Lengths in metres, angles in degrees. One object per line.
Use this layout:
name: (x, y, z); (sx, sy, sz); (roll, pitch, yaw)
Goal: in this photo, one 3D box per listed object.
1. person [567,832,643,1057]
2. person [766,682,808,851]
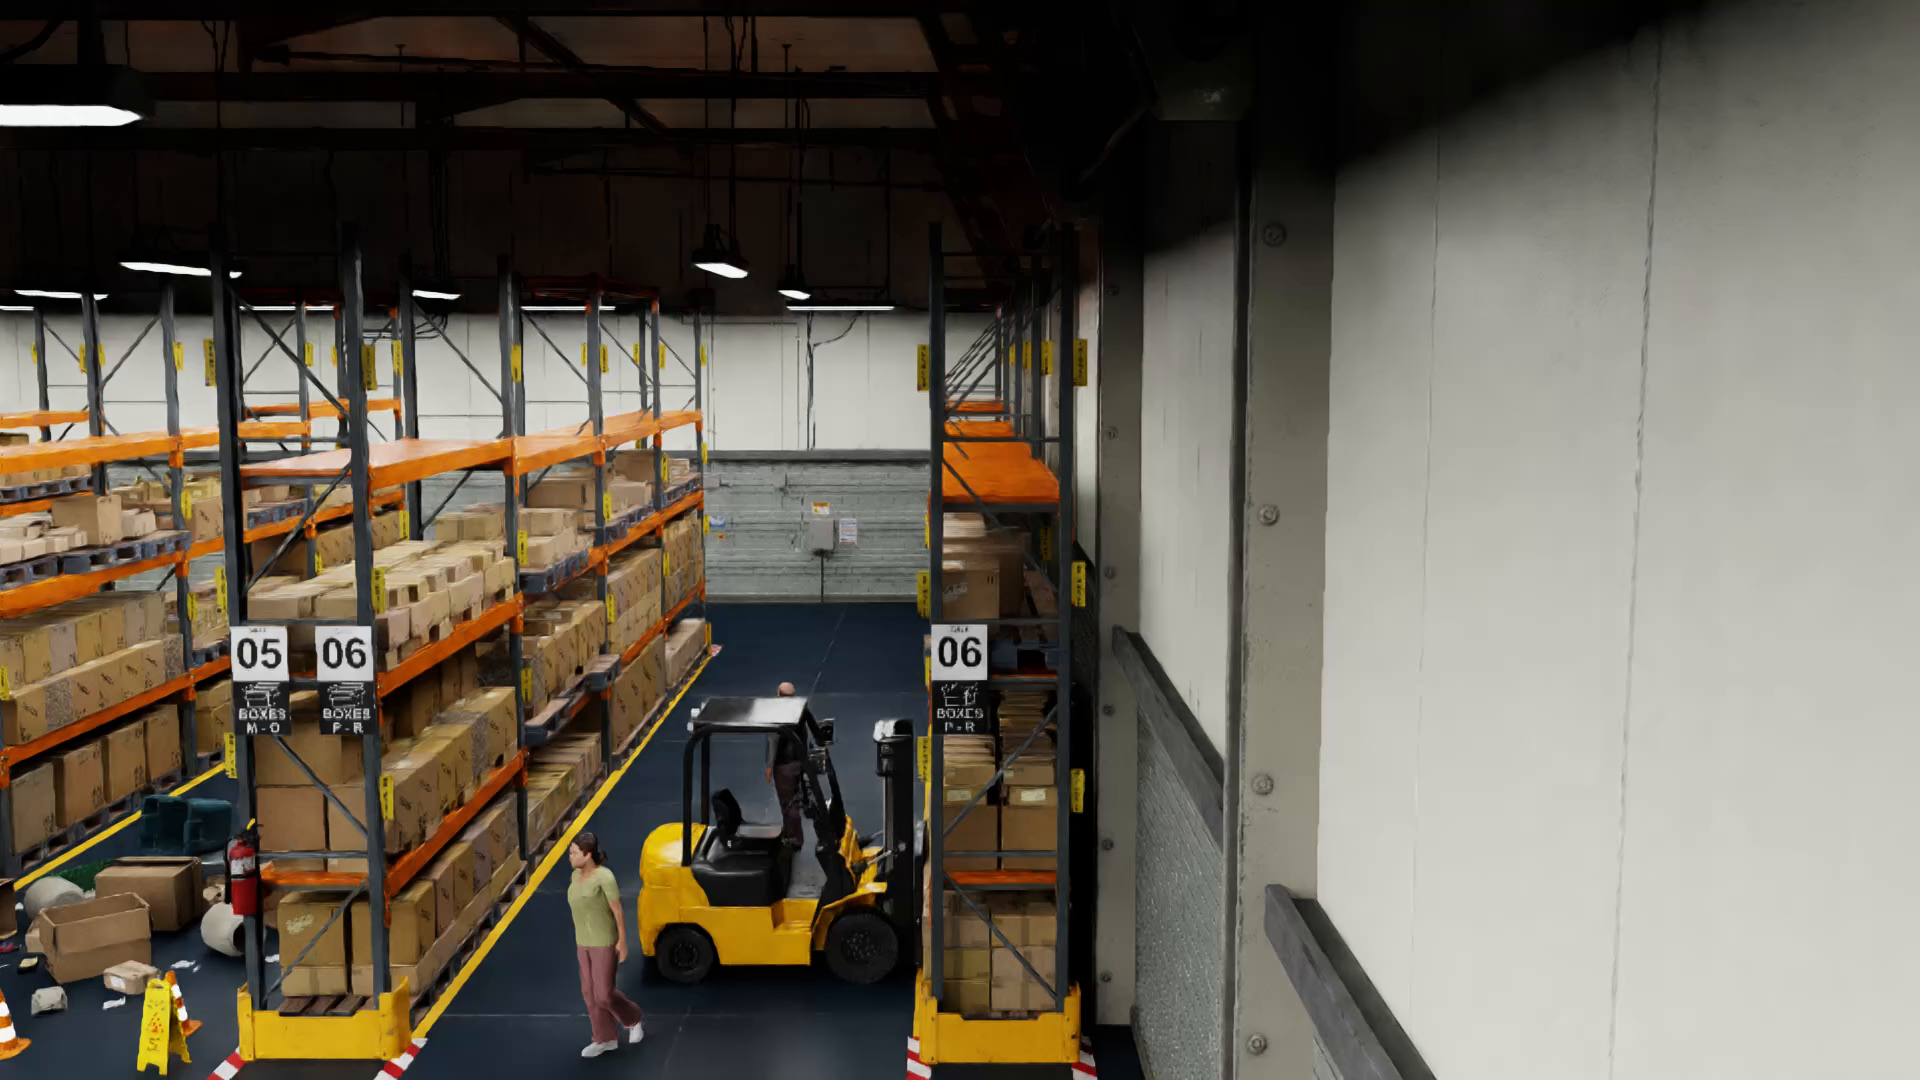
person: (-2.590, 2.931, 12.172); (0.514, 1.664, 0.504); (5, 8, 36)
person: (-1.805, 2.304, 17.140); (0.570, 1.718, 0.626); (3, 7, 27)
